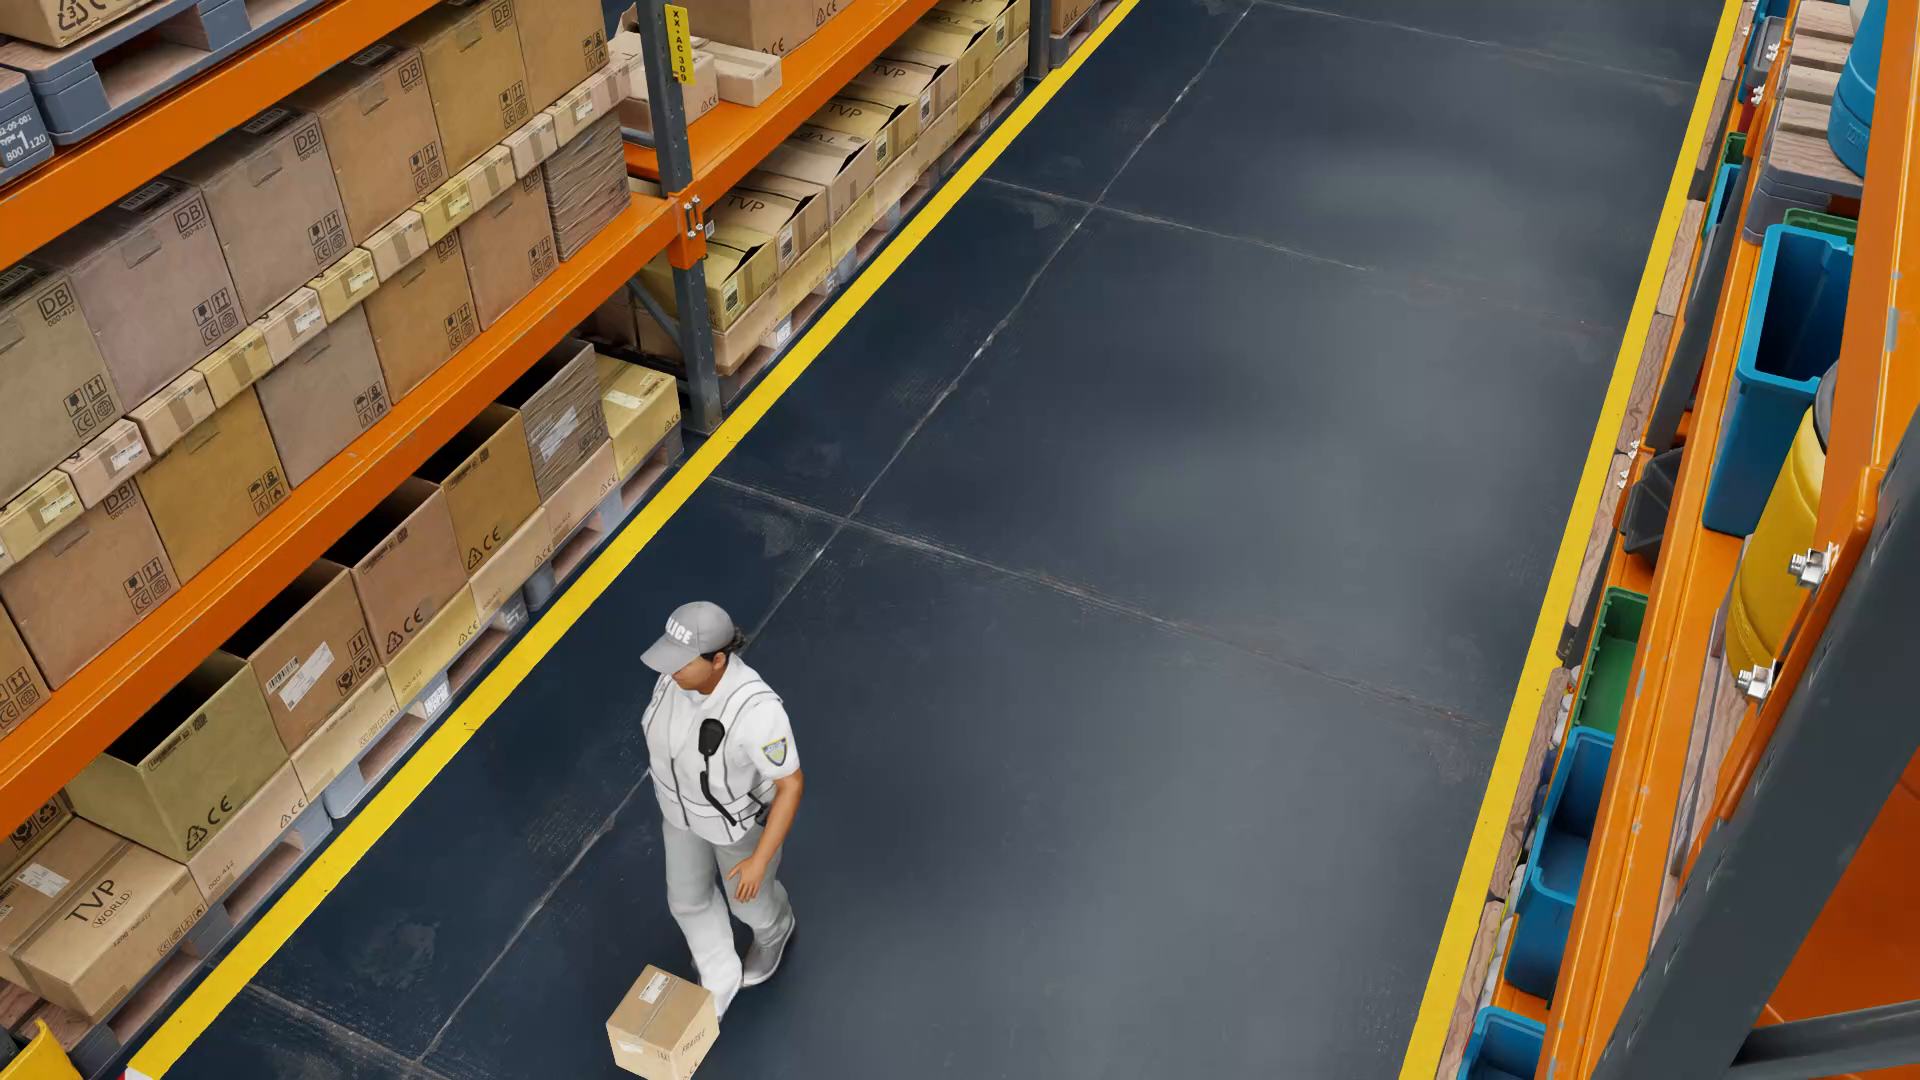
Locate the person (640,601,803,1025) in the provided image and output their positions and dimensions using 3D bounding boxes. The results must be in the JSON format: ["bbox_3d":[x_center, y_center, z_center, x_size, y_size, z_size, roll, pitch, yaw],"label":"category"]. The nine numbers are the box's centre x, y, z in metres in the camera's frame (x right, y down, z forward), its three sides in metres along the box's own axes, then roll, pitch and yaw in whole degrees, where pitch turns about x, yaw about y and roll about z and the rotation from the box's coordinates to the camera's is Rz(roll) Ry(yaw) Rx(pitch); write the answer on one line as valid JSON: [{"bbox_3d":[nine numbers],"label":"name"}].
[{"bbox_3d":[-0.793,0.905,5.223,0.655,1.726,0.563,21,46,22],"label":"person"}]
